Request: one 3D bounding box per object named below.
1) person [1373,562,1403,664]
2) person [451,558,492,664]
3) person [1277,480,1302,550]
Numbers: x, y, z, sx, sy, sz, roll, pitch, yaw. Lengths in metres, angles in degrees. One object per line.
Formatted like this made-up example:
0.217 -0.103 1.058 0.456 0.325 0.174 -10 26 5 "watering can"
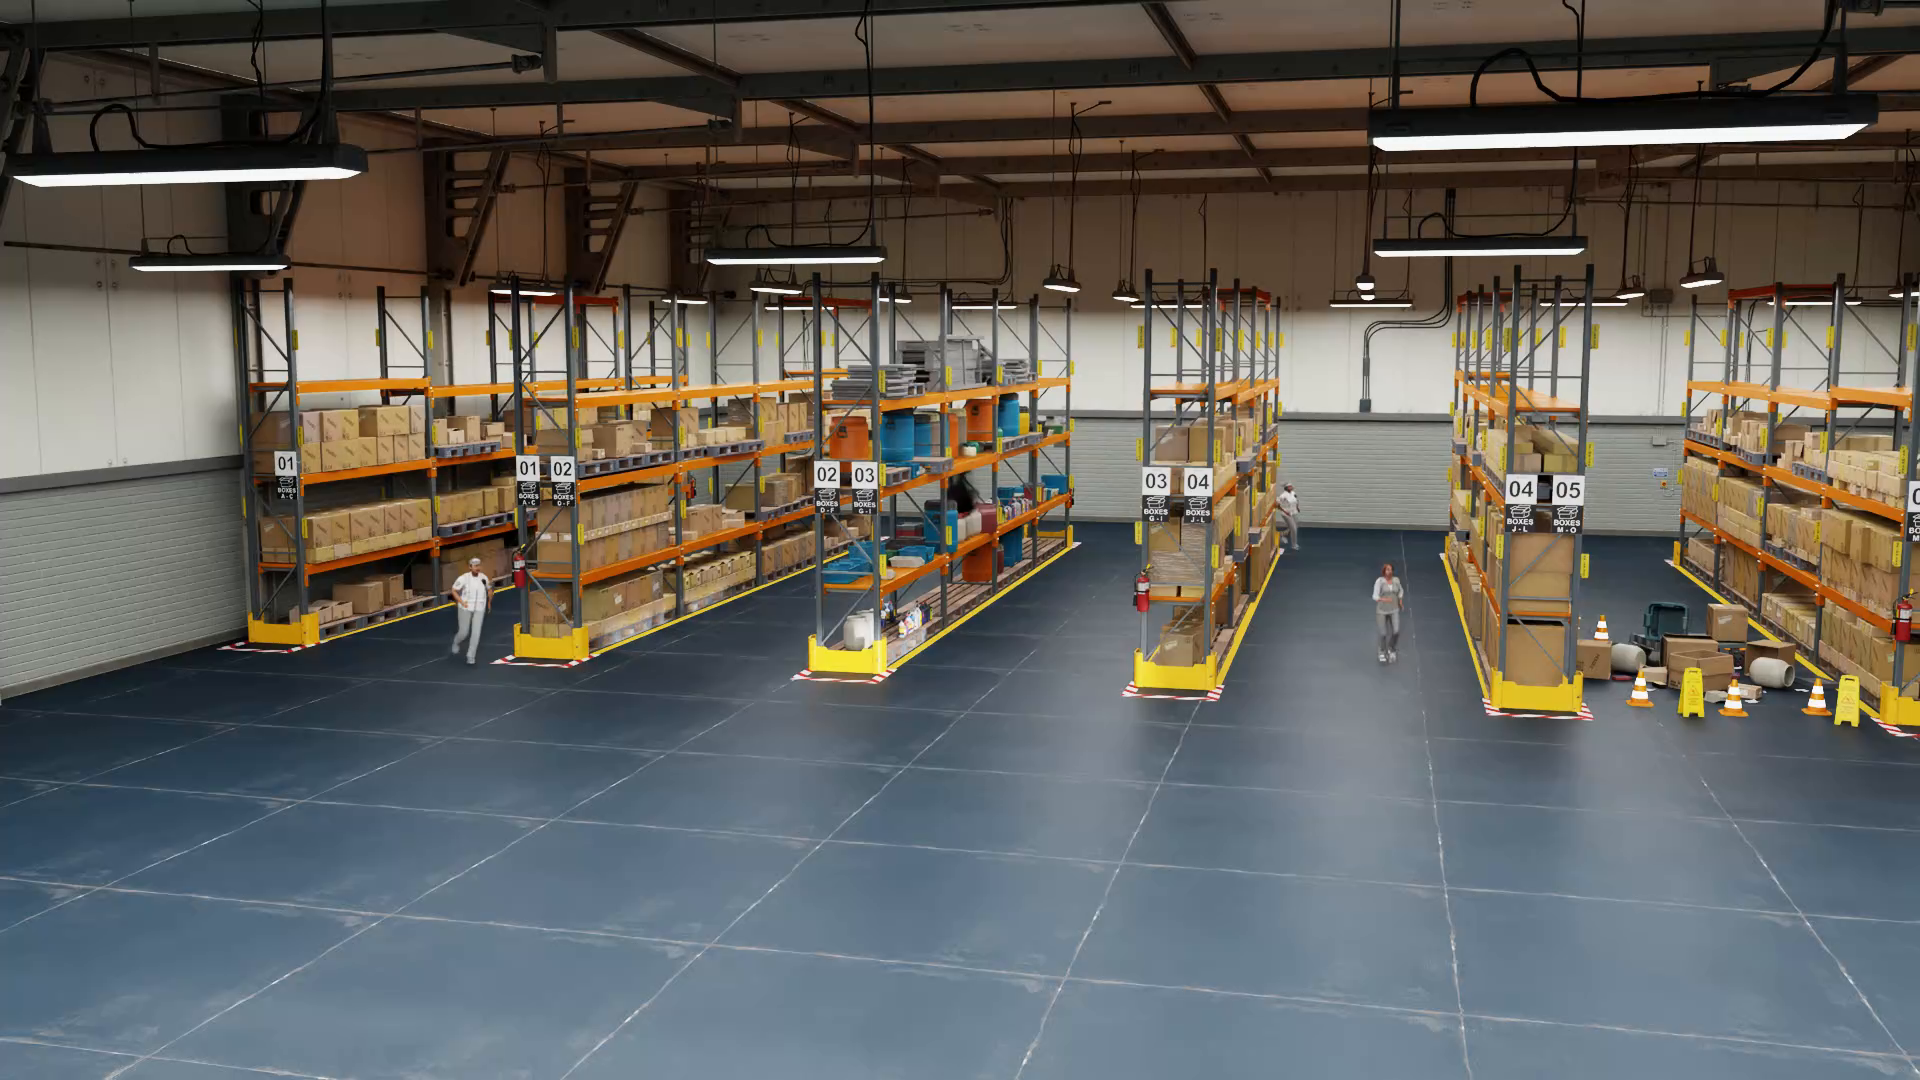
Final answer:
6.621 1.134 25.672 0.510 1.578 0.644 0 7 2 "person"
-7.632 1.088 26.073 0.654 1.620 0.734 -4 8 -30 "person"
7.889 -0.610 40.046 0.581 1.661 0.682 -5 8 -36 "person"
